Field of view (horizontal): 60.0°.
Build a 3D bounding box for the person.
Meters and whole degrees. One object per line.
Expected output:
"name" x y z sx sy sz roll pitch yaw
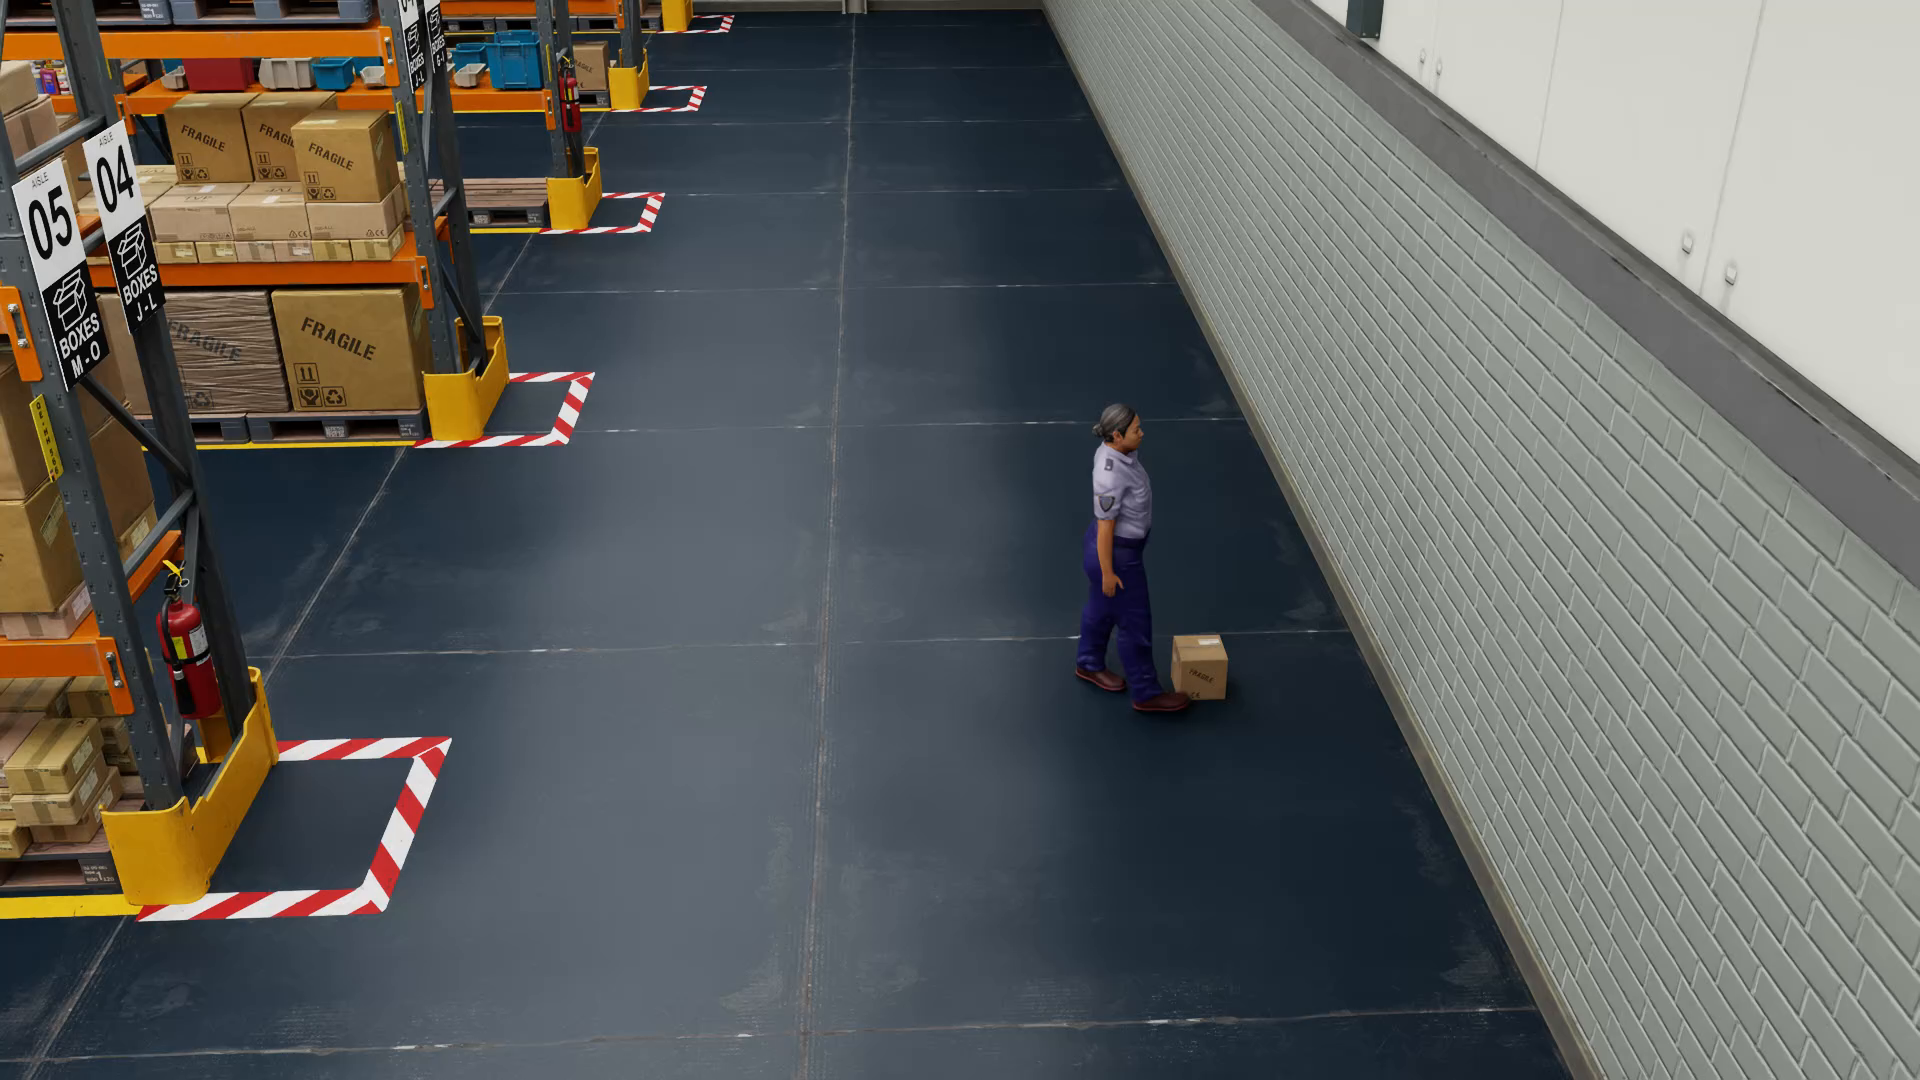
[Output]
"person" 0.911 0.079 8.477 0.602 1.645 0.484 2 28 5
